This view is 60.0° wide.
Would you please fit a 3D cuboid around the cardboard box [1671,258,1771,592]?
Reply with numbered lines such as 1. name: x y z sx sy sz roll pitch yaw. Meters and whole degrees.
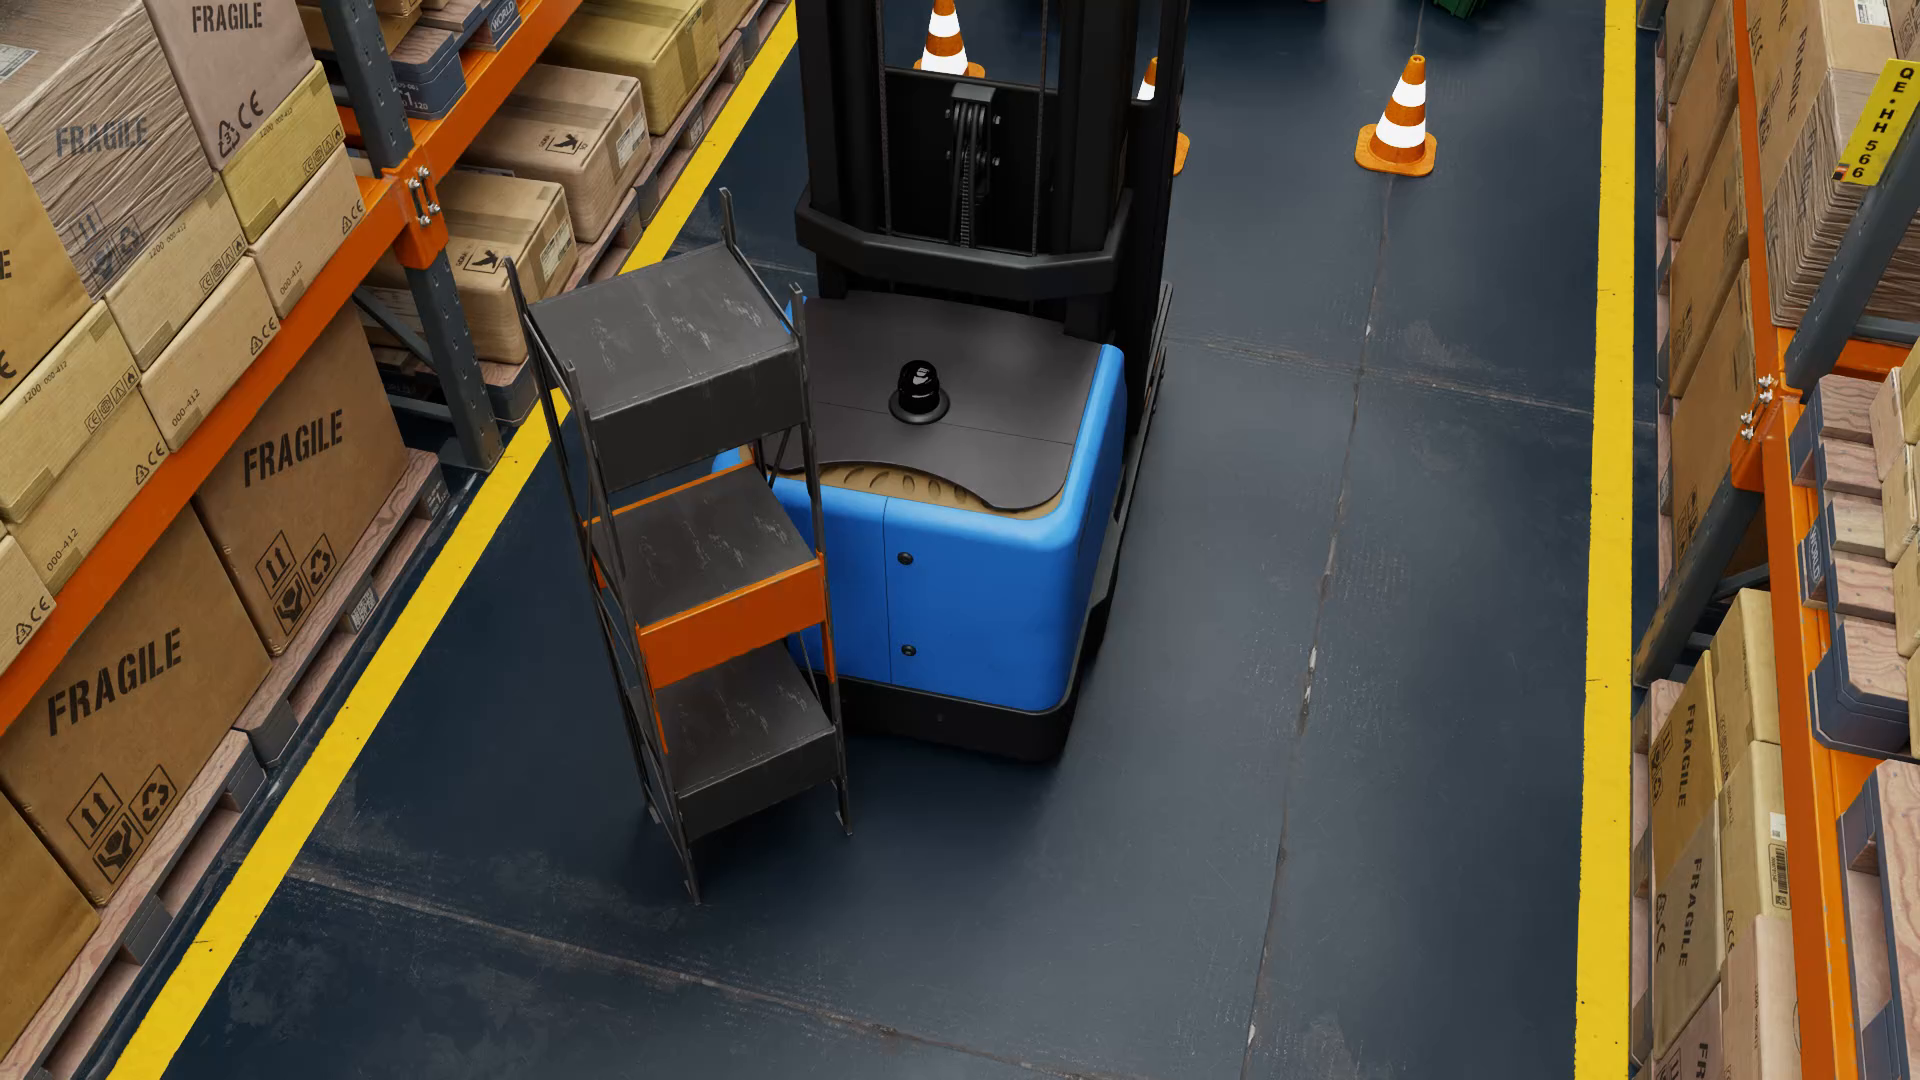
1. cardboard box: 2.901 -0.282 5.219 1.050 0.750 0.750 11 49 10

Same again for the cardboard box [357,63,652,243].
1. cardboard box: -1.803 -1.580 6.617 0.950 0.372 0.625 11 49 9

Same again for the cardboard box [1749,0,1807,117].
1. cardboard box: 2.778 -1.599 5.094 0.500 0.500 0.500 11 49 9

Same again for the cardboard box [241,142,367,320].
1. cardboard box: -2.031 -0.902 4.646 0.500 0.250 0.500 10 49 9

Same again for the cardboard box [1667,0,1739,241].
1. cardboard box: 3.373 -1.589 6.372 1.050 0.750 0.750 12 50 10

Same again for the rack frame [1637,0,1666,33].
1. rack frame: 3.707 -3.358 6.713 1.000 3.000 0.127 12 50 10

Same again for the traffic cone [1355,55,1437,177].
1. traffic cone: 1.897 -1.847 7.071 0.336 0.463 0.334 12 50 10

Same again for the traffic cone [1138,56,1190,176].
1. traffic cone: 0.818 -1.842 7.067 0.336 0.463 0.334 12 50 10

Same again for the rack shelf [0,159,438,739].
1. rack shelf: -2.674 0.316 3.950 1.077 0.370 4.000 12 50 10

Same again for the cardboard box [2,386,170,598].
1. cardboard box: -2.298 -0.168 3.998 0.500 0.250 0.500 11 50 10

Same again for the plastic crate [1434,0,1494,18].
1. plastic crate: 2.489 -2.831 8.085 0.662 0.188 0.450 -37 68 -28

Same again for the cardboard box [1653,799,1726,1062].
1. cardboard box: 2.093 1.049 4.211 0.500 0.500 0.500 12 50 10

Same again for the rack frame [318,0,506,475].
1. rack frame: -2.148 -1.369 4.957 1.000 3.000 0.127 12 50 10

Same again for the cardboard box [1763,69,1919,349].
1. cardboard box: 2.514 -0.877 4.457 0.500 0.500 0.500 12 50 10

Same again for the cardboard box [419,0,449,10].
1. cardboard box: -1.776 -1.821 5.244 0.380 0.149 0.250 9 49 8

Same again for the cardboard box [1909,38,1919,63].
1. cardboard box: 2.782 -1.152 4.032 0.700 0.500 0.500 11 50 10

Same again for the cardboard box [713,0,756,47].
1. cardboard box: -1.417 -2.631 7.544 0.950 0.372 0.625 14 50 12

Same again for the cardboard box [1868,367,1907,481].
1. cardboard box: 2.342 -0.237 3.846 0.380 0.149 0.250 11 49 10

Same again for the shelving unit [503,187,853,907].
1. shelving unit: -0.638 0.145 4.221 0.503 2.100 0.431 -22 52 -18

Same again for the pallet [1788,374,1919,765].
1. pallet: 2.569 0.135 3.758 1.213 0.211 1.003 12 50 10

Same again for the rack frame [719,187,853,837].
1. rack frame: -0.424 0.058 4.298 0.015 2.100 0.400 -22 52 -18

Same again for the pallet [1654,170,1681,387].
1. pallet: 3.257 -0.977 6.472 1.003 0.211 1.213 12 50 10

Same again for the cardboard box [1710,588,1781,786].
1. cardboard box: 2.239 0.426 4.260 0.500 0.250 0.500 10 49 8

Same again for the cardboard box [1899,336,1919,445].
1. cardboard box: 2.333 -0.309 3.712 0.380 0.149 0.250 14 50 12

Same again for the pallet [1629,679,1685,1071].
1. pallet: 2.447 1.023 4.707 1.003 0.211 1.213 12 50 10

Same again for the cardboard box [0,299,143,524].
1. cardboard box: -2.277 -0.338 3.814 0.500 0.250 0.500 10 49 9

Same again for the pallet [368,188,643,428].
1. pallet: -1.941 -1.011 6.502 1.003 0.211 1.213 12 50 10

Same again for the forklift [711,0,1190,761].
1. forklift: 0.147 -1.429 5.056 1.130 2.935 3.031 10 49 9

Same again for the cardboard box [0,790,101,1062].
1. cardboard box: -2.884 0.969 4.031 0.875 0.875 0.875 13 50 11

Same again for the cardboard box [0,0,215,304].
1. cardboard box: -2.159 -0.934 3.840 0.500 0.500 0.500 12 50 11

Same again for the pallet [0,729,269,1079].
1. pallet: -2.751 0.989 4.736 1.003 0.211 1.213 12 50 10

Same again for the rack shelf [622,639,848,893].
1. rack shelf: -0.638 0.618 4.756 0.480 0.518 0.431 -22 52 -18

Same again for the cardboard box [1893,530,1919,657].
1. cardboard box: 2.200 0.152 3.503 0.380 0.149 0.250 14 50 12

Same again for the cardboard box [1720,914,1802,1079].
1. cardboard box: 1.963 1.148 3.623 0.500 0.250 0.500 12 50 10

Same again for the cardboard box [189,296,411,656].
1. cardboard box: -2.410 -0.321 5.170 0.875 0.875 0.875 11 50 10

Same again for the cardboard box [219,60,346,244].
1. cardboard box: -2.030 -1.084 4.473 0.500 0.250 0.500 11 50 10

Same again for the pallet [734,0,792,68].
1. pallet: -1.299 -2.776 8.059 1.003 0.211 1.213 12 50 10

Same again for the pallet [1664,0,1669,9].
1. pallet: 3.983 -2.970 8.231 1.003 0.211 1.213 12 50 10

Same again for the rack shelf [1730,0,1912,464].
1. rack shelf: 3.181 -1.674 5.706 1.077 0.370 4.000 12 50 10
